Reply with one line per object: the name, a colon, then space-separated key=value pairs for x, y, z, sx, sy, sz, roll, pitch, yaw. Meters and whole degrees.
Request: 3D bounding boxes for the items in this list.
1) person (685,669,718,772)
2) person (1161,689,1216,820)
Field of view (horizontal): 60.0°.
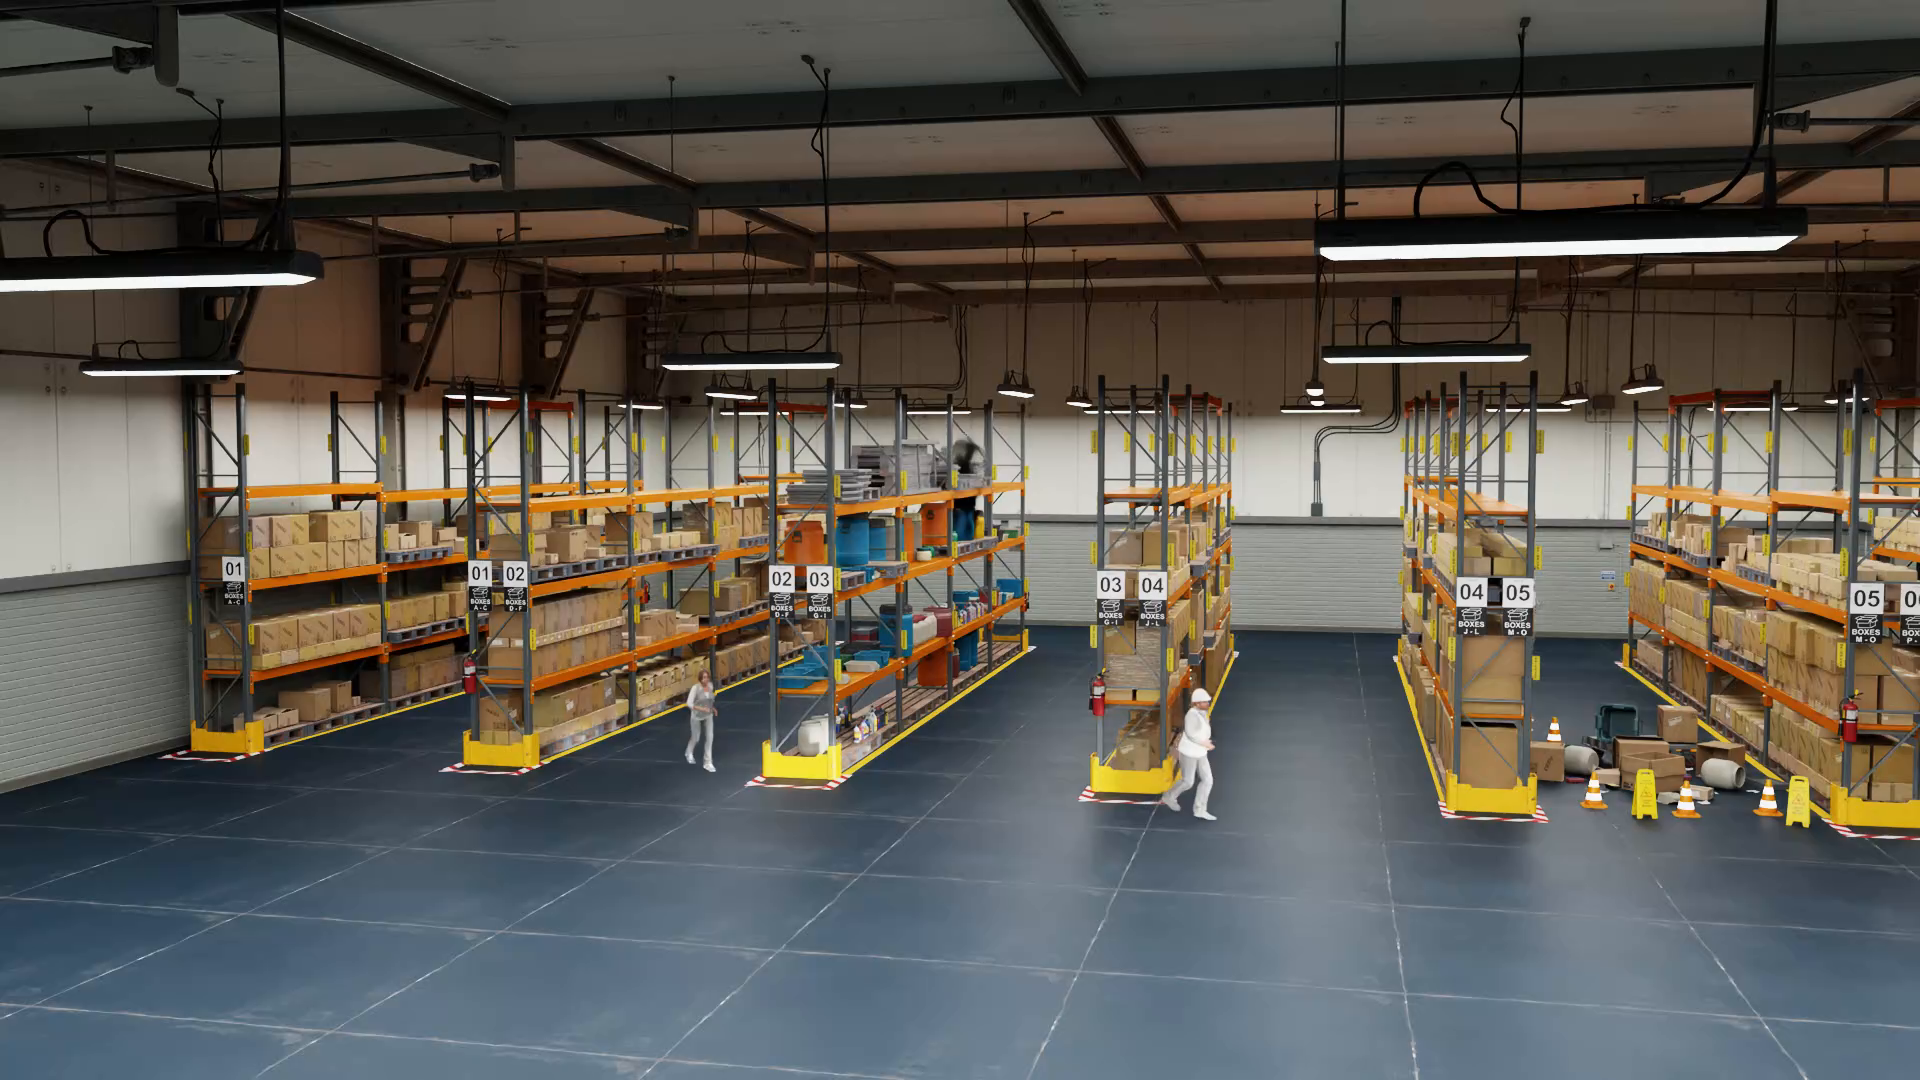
person: x=-4.015 y=2.754 z=25.660 sx=0.530 sy=1.572 sz=0.878 roll=-2 pitch=4 yaw=-32
person: x=3.055 y=2.853 z=22.273 sx=0.797 sy=1.754 sz=0.621 roll=2 pitch=4 yaw=35
